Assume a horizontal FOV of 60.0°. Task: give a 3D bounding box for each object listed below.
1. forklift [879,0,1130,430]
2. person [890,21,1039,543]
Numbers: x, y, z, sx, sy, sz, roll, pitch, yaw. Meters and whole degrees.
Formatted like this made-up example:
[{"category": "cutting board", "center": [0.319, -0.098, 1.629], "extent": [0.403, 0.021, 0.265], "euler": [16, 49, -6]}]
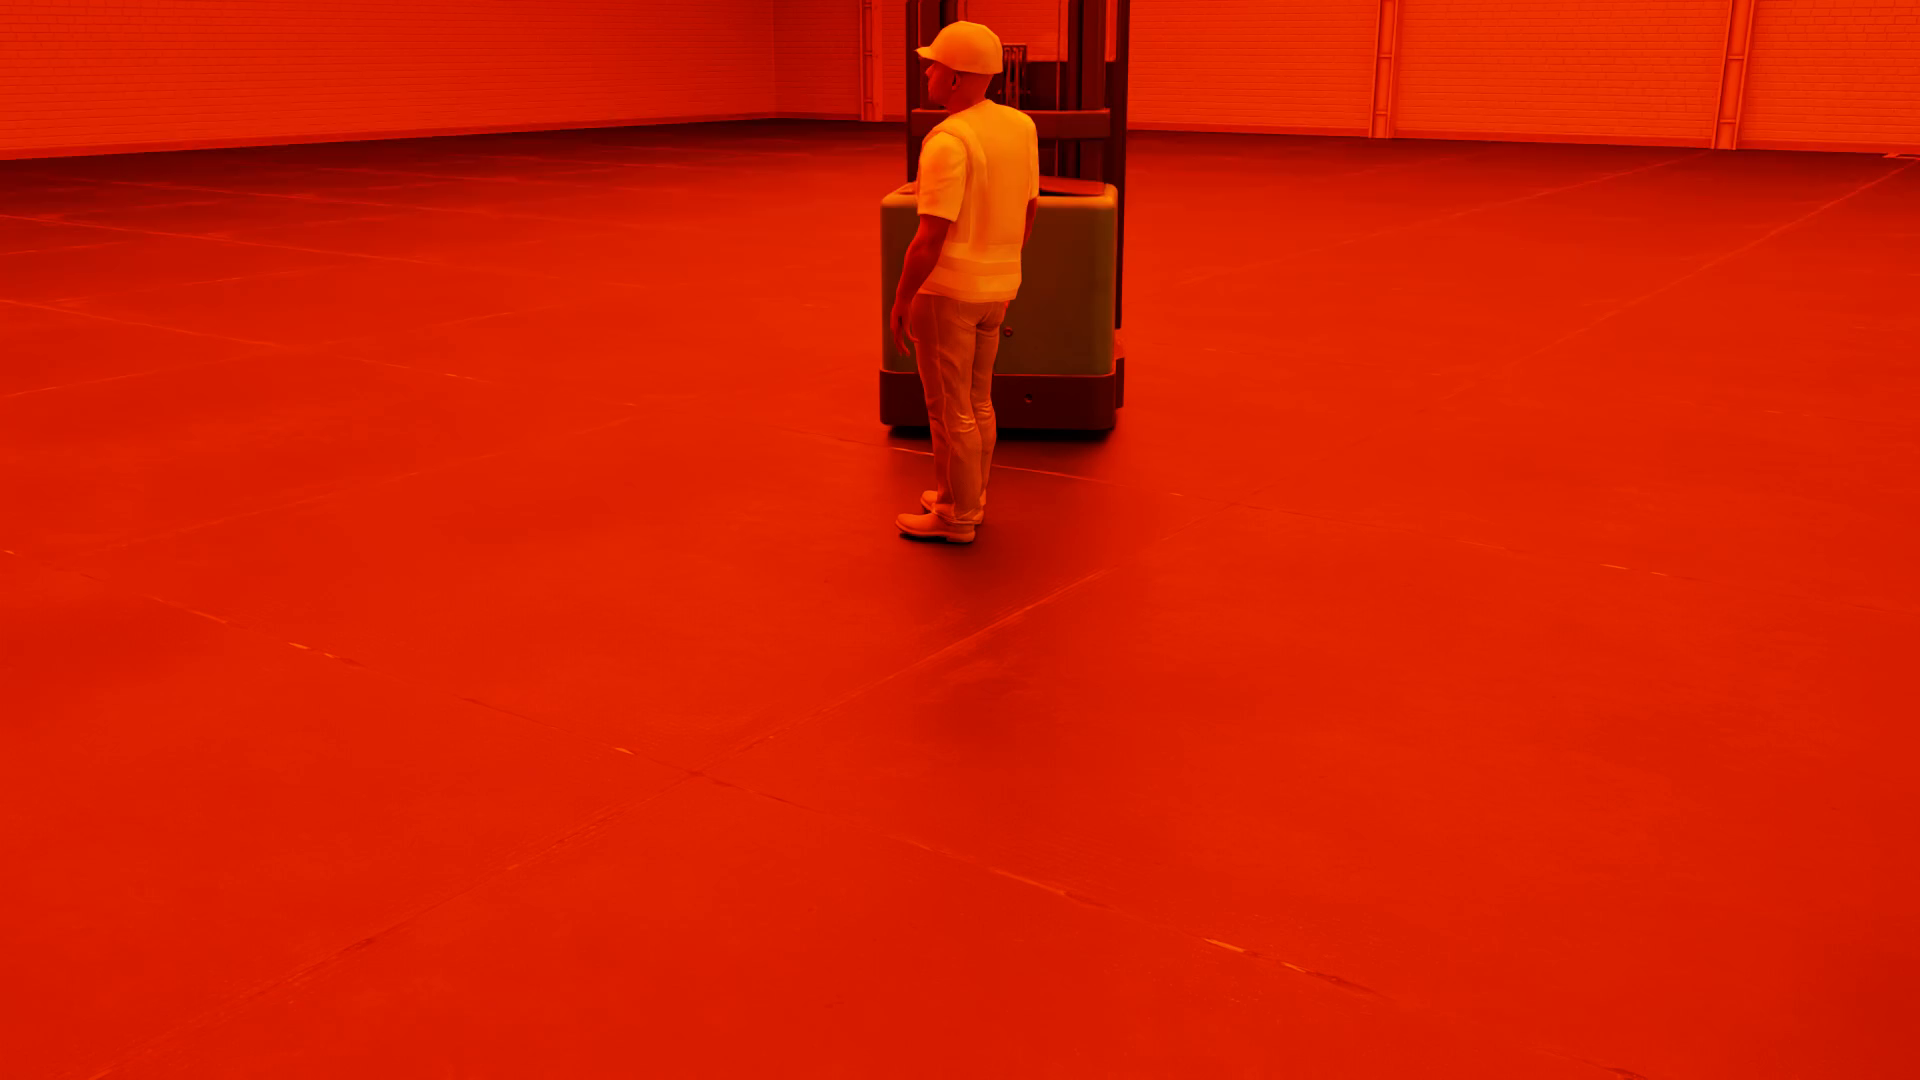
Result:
[{"category": "forklift", "center": [0.305, -2.262, 8.396], "extent": [1.130, 2.935, 3.031], "euler": [2, 17, 6]}, {"category": "person", "center": [-0.053, -0.866, 5.736], "extent": [0.577, 1.765, 0.665], "euler": [11, 20, 33]}]
